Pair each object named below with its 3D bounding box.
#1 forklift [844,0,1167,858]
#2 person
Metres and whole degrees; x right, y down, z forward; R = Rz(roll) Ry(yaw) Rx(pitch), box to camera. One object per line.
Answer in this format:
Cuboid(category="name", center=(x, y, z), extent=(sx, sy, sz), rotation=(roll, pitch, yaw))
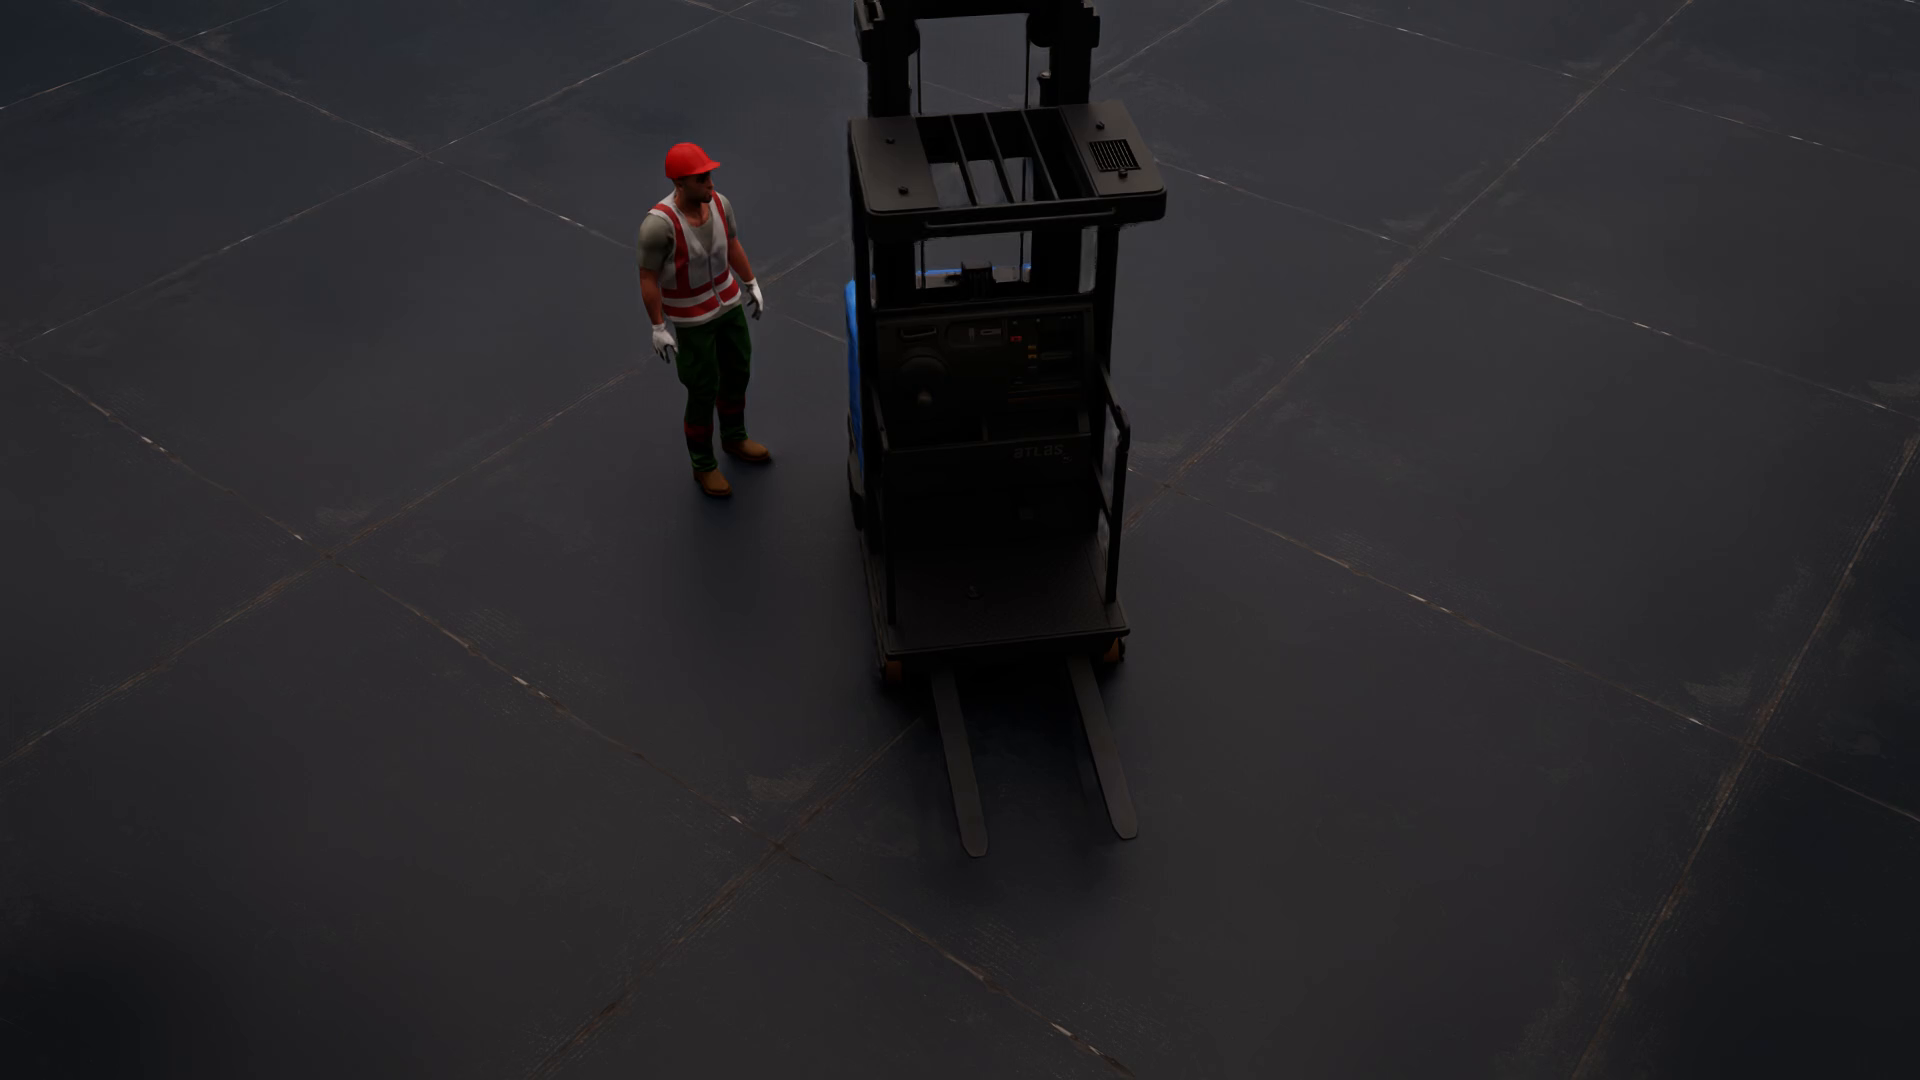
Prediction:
Cuboid(category="forklift", center=(0.145, -0.702, 6.897), extent=(1.130, 2.935, 3.031), rotation=(-6, 41, -7))
Cuboid(category="person", center=(-1.228, -1.114, 8.261), extent=(0.491, 1.793, 0.677), rotation=(28, 48, 29))
